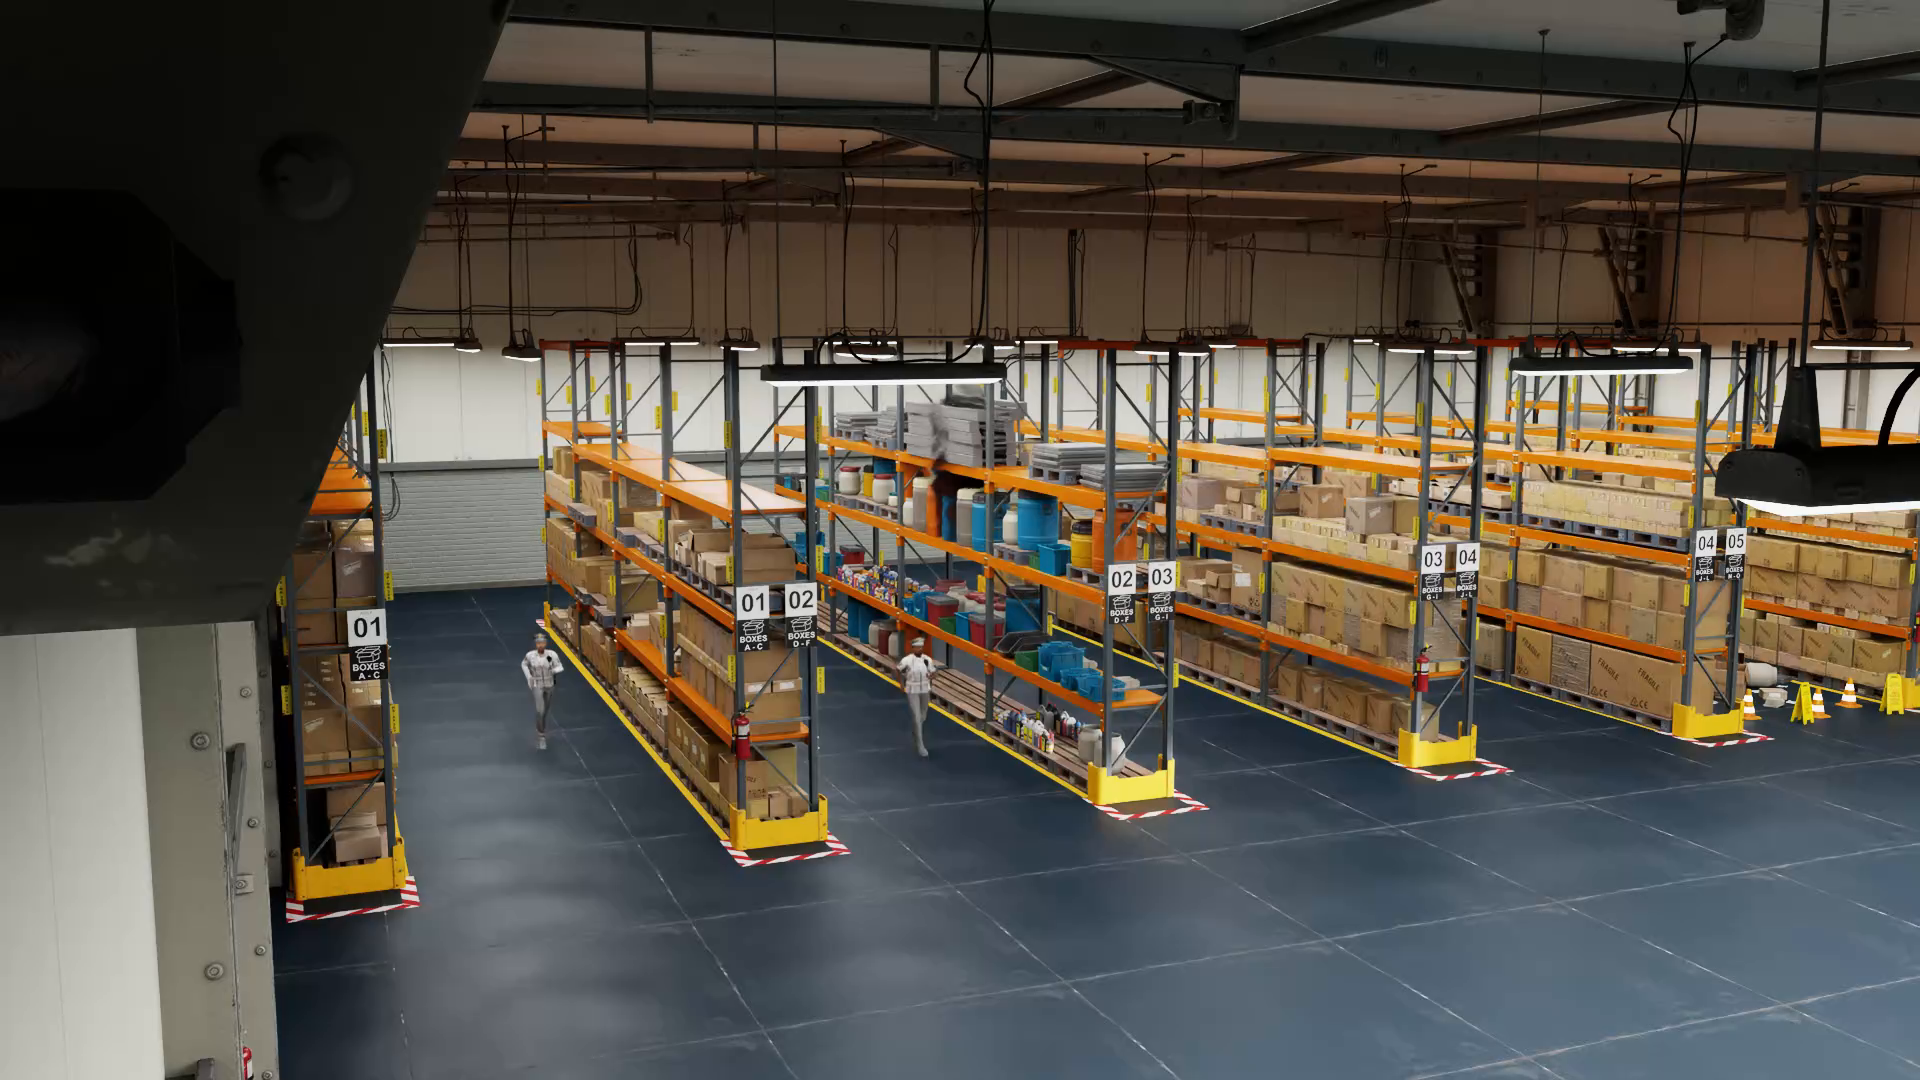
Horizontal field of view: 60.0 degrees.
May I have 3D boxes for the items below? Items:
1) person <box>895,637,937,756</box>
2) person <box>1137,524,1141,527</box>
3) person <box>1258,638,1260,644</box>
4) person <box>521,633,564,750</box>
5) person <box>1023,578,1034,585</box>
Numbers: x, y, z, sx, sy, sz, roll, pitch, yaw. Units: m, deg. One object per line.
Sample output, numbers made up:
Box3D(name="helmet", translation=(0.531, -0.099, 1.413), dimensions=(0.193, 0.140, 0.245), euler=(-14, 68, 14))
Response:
Box3D(name="person", translation=(-0.627, 2.270, 24.667), dimensions=(0.570, 1.698, 0.929), euler=(-3, 8, -24))
Box3D(name="person", translation=(4.059, 0.224, 40.401), dimensions=(0.764, 1.803, 0.763), euler=(4, 8, 26))
Box3D(name="person", translation=(5.798, 1.376, 31.579), dimensions=(0.753, 1.724, 0.614), euler=(-3, 8, -22))
Box3D(name="person", translation=(-6.278, 2.248, 25.081), dimensions=(0.584, 1.754, 0.776), euler=(-3, 8, -24))
Box3D(name="person", translation=(1.287, 1.463, 30.905), dimensions=(0.705, 1.722, 0.578), euler=(-5, 9, -33))
